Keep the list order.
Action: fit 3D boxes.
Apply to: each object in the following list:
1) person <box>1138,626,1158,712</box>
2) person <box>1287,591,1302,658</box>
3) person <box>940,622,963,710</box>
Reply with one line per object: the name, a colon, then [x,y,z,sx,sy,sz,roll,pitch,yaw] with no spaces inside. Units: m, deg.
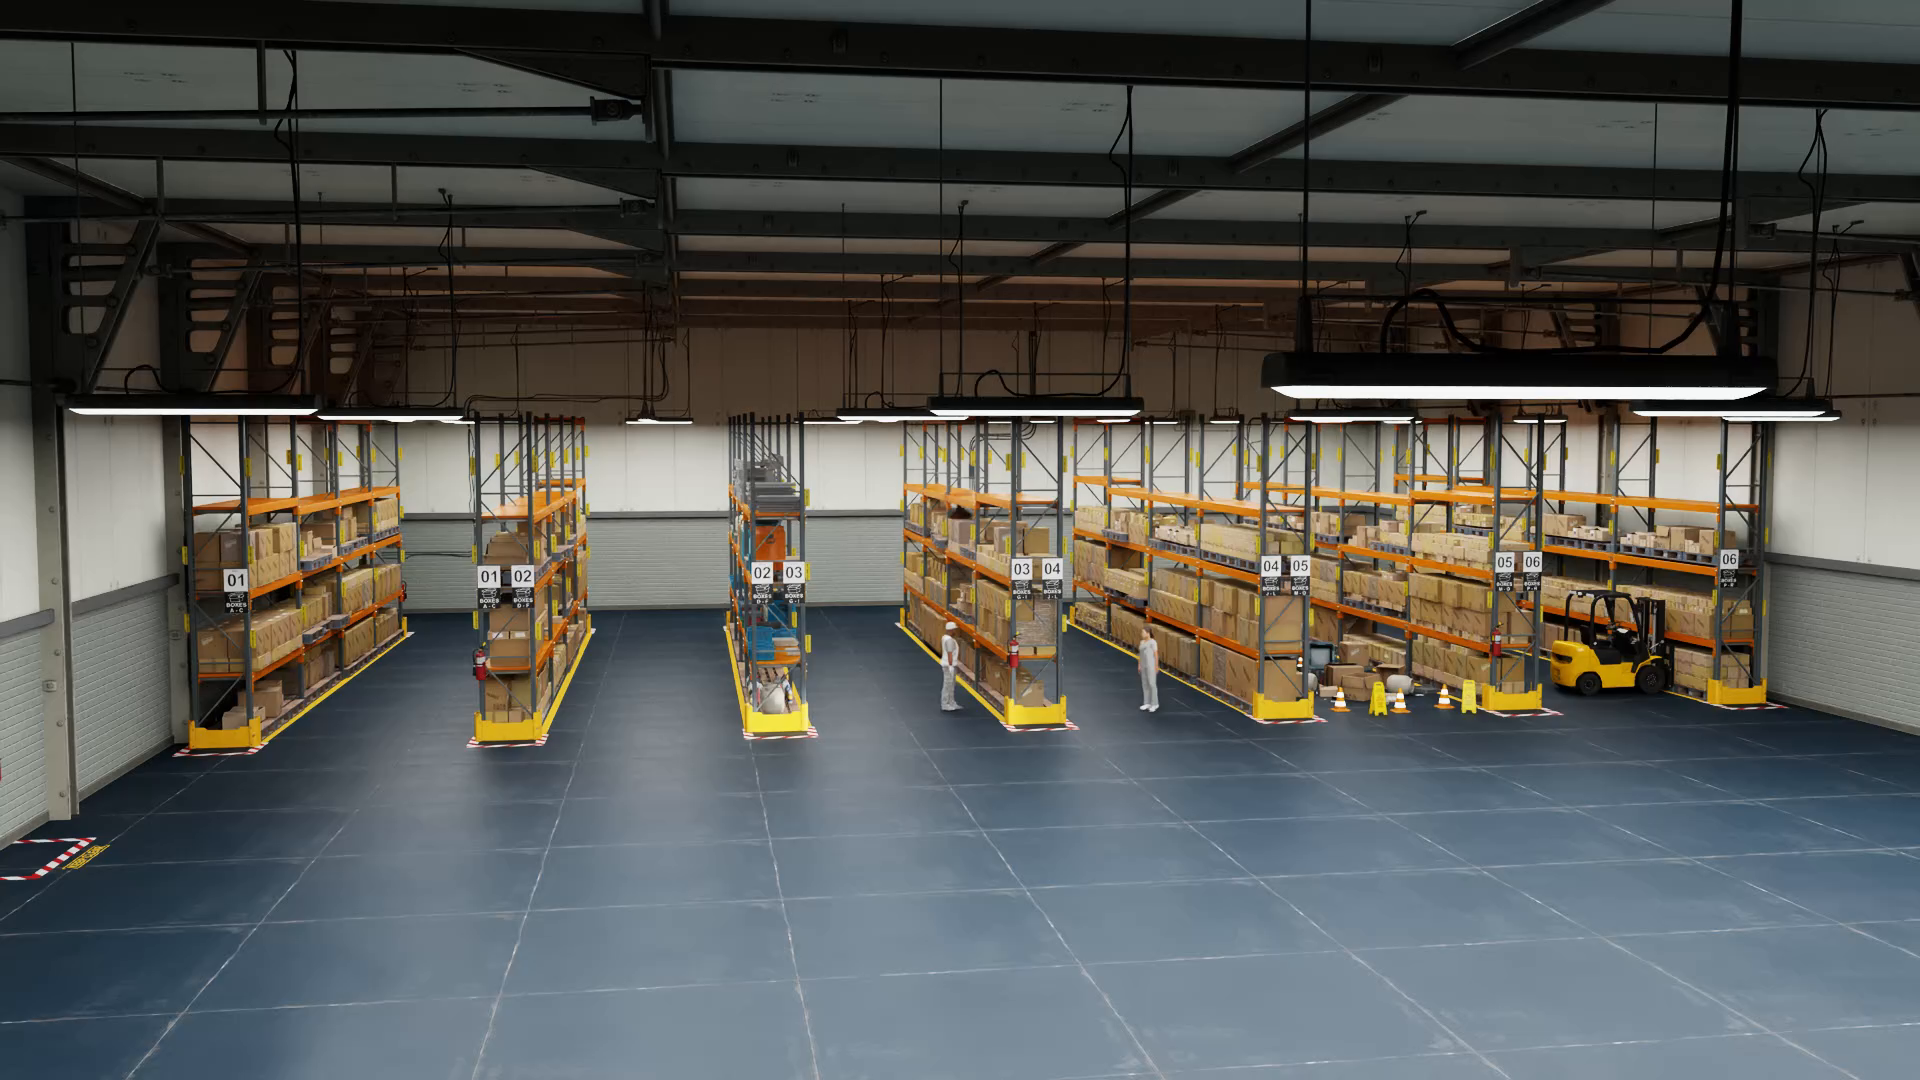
person: [3.813,2.604,33.724,0.392,1.713,0.533,-3,5,-40]
person: [8.186,2.049,41.007,0.630,1.799,0.771,-2,4,-21]
person: [-0.164,2.545,33.585,0.465,1.801,0.598,0,4,-2]
